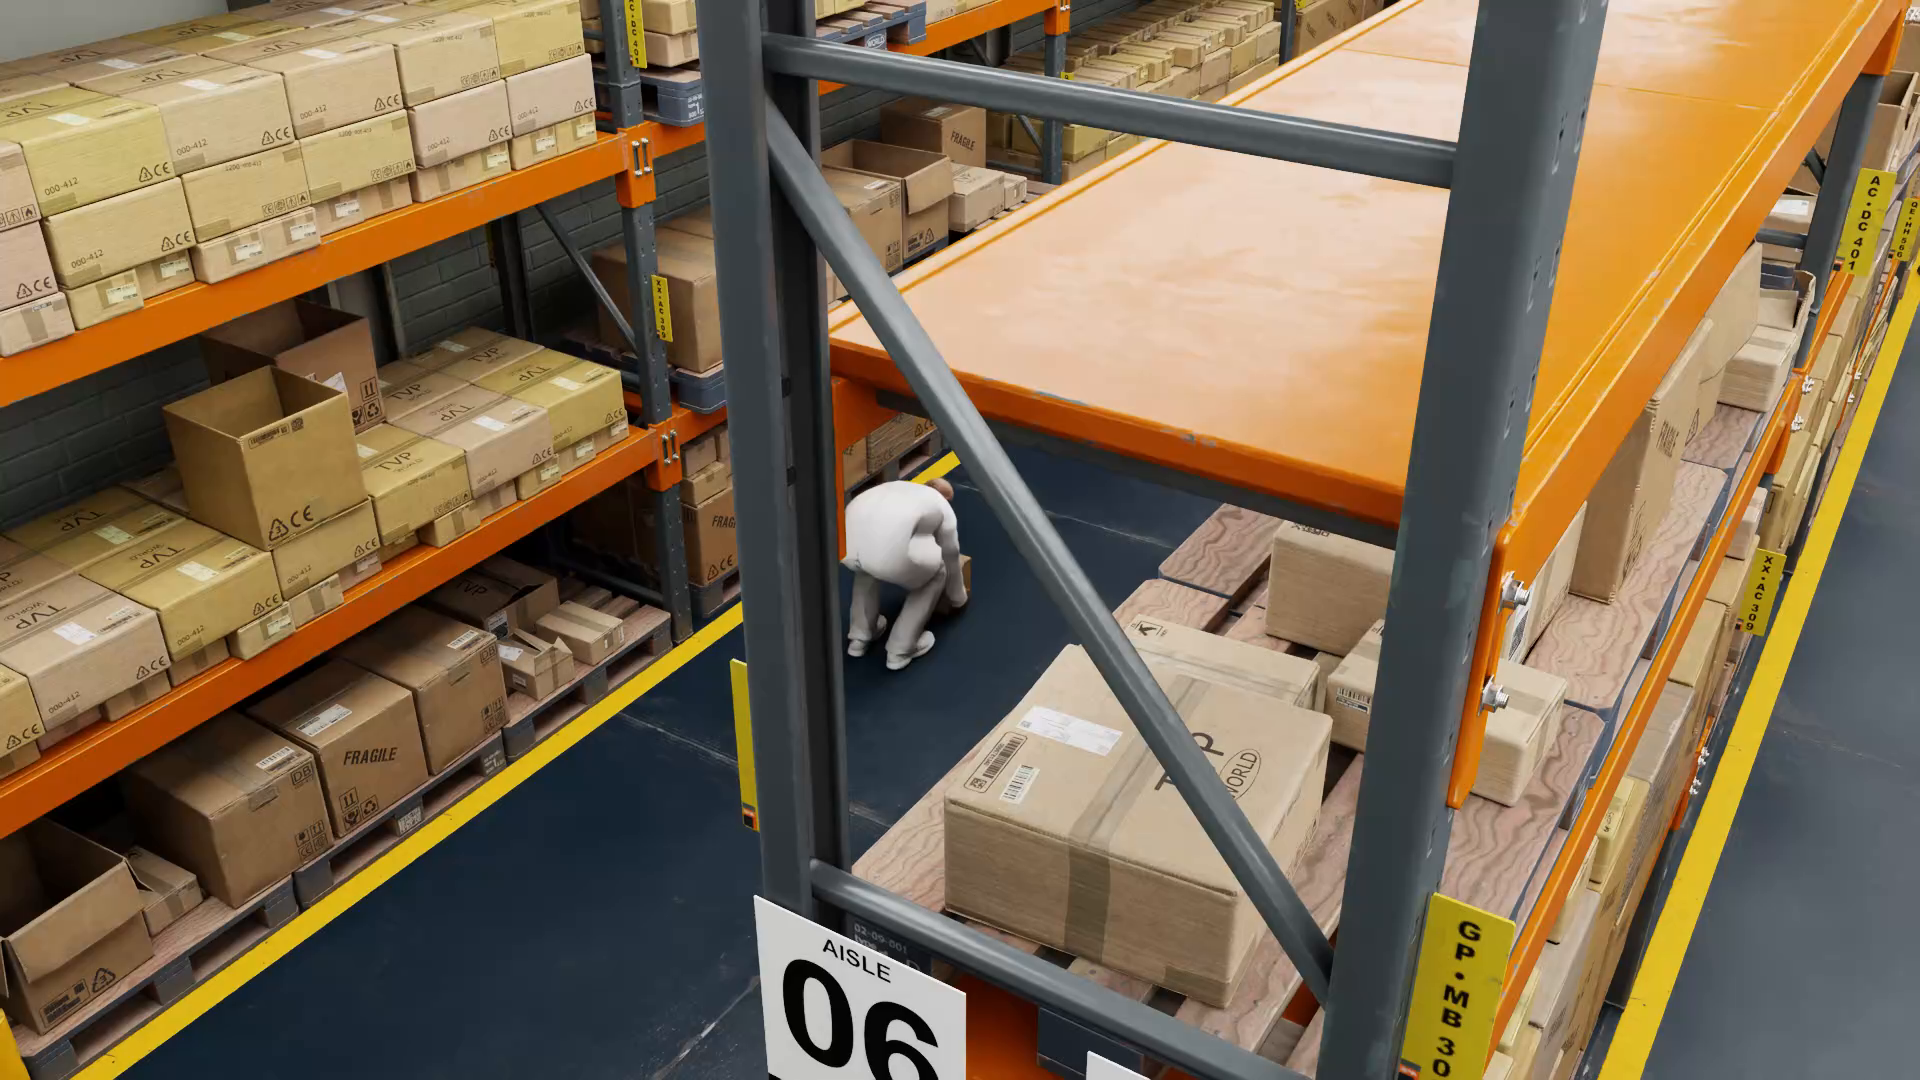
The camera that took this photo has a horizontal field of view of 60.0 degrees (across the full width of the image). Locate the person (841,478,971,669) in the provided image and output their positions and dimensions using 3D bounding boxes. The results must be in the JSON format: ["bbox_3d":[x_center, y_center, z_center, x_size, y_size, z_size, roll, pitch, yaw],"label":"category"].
[{"bbox_3d":[-0.282,0.097,8.848,0.557,0.964,0.952,15,33,24],"label":"person"}]
